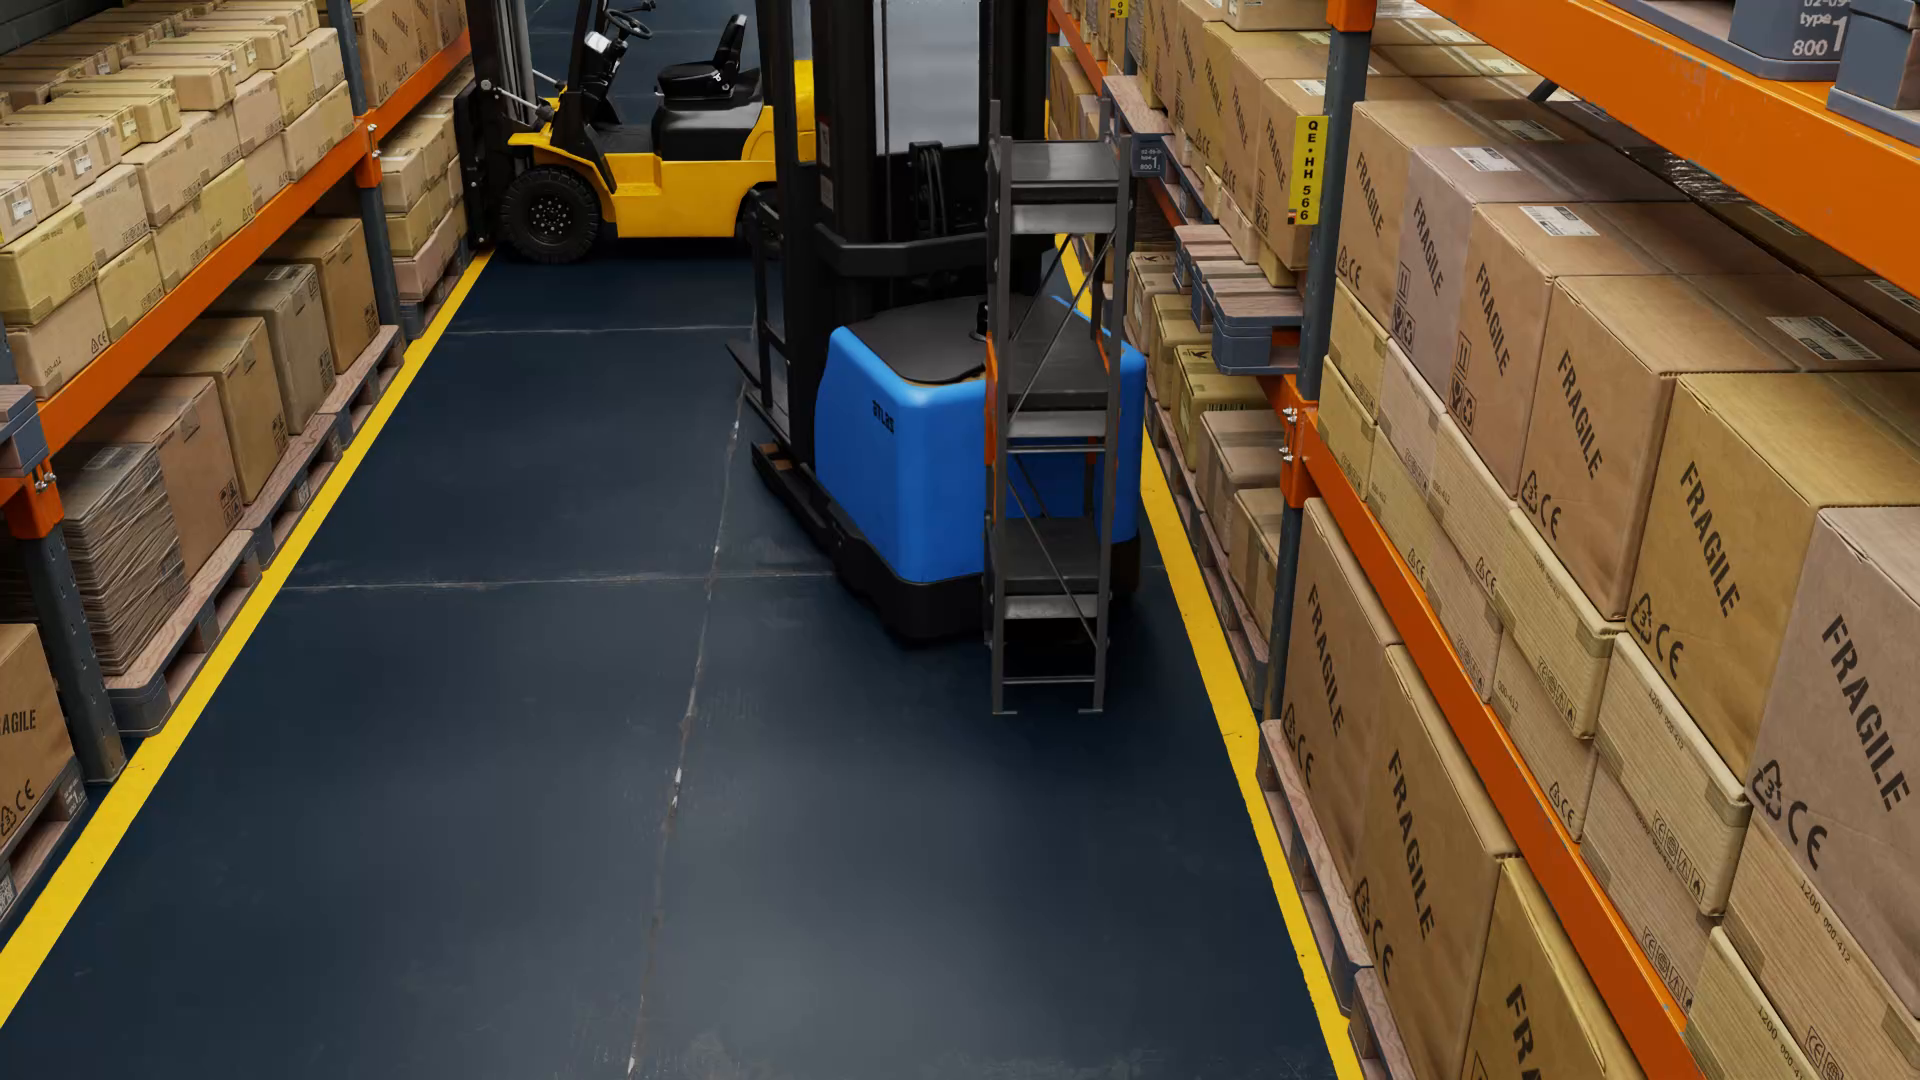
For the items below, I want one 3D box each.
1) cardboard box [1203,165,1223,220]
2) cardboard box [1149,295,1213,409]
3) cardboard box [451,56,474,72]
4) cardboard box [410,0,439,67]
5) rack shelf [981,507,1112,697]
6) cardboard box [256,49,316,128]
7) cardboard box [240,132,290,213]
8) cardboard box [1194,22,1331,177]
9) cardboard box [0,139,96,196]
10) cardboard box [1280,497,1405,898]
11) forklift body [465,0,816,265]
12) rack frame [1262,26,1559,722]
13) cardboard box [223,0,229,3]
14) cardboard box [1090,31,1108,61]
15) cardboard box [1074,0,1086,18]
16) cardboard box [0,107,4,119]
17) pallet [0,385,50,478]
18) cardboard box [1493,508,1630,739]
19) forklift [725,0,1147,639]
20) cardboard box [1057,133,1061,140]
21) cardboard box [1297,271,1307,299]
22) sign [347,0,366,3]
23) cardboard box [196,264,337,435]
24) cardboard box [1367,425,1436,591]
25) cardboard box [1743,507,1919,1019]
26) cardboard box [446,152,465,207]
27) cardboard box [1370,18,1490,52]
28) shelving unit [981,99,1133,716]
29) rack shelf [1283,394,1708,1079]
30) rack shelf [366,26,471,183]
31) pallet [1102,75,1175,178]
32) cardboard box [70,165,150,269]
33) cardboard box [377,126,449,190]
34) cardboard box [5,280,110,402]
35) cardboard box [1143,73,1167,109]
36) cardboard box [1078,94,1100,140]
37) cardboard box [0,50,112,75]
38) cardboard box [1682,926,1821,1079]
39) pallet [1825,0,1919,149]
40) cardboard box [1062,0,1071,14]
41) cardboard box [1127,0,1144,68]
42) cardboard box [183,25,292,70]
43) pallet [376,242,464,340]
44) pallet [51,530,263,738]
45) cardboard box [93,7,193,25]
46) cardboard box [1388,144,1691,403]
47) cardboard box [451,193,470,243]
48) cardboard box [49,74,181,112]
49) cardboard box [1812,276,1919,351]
[{"bbox_3d":[1.148,-1.336,6.386,0.380,0.149,0.250,-1,28,-2],"label":"cardboard box"},{"bbox_3d":[1.440,-0.930,8.176,0.950,0.372,0.625,0,28,1],"label":"cardboard box"},{"bbox_3d":[-3.429,-3.178,11.537,0.500,0.250,0.500,-1,28,-2],"label":"cardboard box"},{"bbox_3d":[-3.422,-3.091,9.824,0.500,0.500,0.500,-2,28,-3],"label":"cardboard box"},{"bbox_3d":[0.307,0.220,6.099,0.431,0.518,0.480,-1,28,-3],"label":"rack shelf"},{"bbox_3d":[-3.273,-2.058,7.574,0.500,0.250,0.500,-2,28,-4],"label":"cardboard box"},{"bbox_3d":[-3.273,-1.606,7.248,0.500,0.250,0.500,-1,28,-2],"label":"cardboard box"},{"bbox_3d":[1.211,-1.673,6.329,0.500,0.500,0.500,-3,28,-6],"label":"cardboard box"},{"bbox_3d":[-3.156,-1.241,5.577,0.380,0.149,0.250,-1,28,-1],"label":"cardboard box"},{"bbox_3d":[1.531,0.441,5.003,0.875,0.875,0.875,-2,28,-3],"label":"cardboard box"},{"bbox_3d":[-1.876,-3.000,10.677,2.313,2.155,1.214,-1,28,-3],"label":"forklift body"},{"bbox_3d":[1.578,-0.635,5.225,1.000,3.000,0.127,-1,28,-3],"label":"rack frame"},{"bbox_3d":[-3.861,-2.835,8.633,0.380,0.149,0.250,-2,28,-3],"label":"cardboard box"},{"bbox_3d":[0.991,-2.981,9.994,0.380,0.149,0.250,-2,28,-3],"label":"cardboard box"},{"bbox_3d":[1.000,-3.572,10.425,0.500,0.500,0.500,-2,28,-4],"label":"cardboard box"},{"bbox_3d":[-3.694,-1.465,6.005,0.380,0.149,0.250,-2,28,-3],"label":"cardboard box"},{"bbox_3d":[-3.274,-0.117,4.439,1.213,0.211,1.003,-1,28,-3],"label":"pallet"},{"bbox_3d":[1.410,0.153,3.334,0.500,0.250,0.500,-1,28,-2],"label":"cardboard box"},{"bbox_3d":[-0.328,-1.578,7.106,1.130,2.935,3.031,-11,30,-21],"label":"forklift"},{"bbox_3d":[0.945,-2.682,11.668,0.500,0.250,0.500,0,28,-1],"label":"cardboard box"},{"bbox_3d":[1.326,-0.856,5.465,0.380,0.149,0.250,0,28,-1],"label":"cardboard box"},{"bbox_3d":[-3.047,-2.857,8.318,0.100,0.325,0.005,-1,28,-3],"label":"sign"},{"bbox_3d":[-3.517,-0.895,7.836,0.875,0.625,0.625,-2,28,-3],"label":"cardboard box"},{"bbox_3d":[1.396,-0.100,4.361,0.500,0.250,0.500,-2,28,-4],"label":"cardboard box"},{"bbox_3d":[1.478,0.285,2.270,0.500,0.500,0.500,-1,28,-2],"label":"cardboard box"},{"bbox_3d":[-3.348,-2.246,10.291,0.500,0.250,0.500,-2,28,-3],"label":"cardboard box"},{"bbox_3d":[1.717,-1.697,6.376,0.500,0.500,0.500,-1,28,-2],"label":"cardboard box"},{"bbox_3d":[0.309,-0.412,5.769,0.431,2.100,0.503,-1,28,-3],"label":"shelving unit"},{"bbox_3d":[1.682,0.607,3.620,1.077,0.370,4.000,-1,28,-3],"label":"rack shelf"},{"bbox_3d":[-3.692,-2.966,10.471,1.077,0.370,4.000,-1,28,-3],"label":"rack shelf"},{"bbox_3d":[1.263,-2.041,8.127,1.003,0.211,1.213,-1,28,-3],"label":"pallet"},{"bbox_3d":[-3.183,-1.111,5.758,0.500,0.250,0.500,-1,28,-1],"label":"cardboard box"},{"bbox_3d":[-3.316,-2.239,9.737,0.500,0.250,0.500,-1,28,-3],"label":"cardboard box"},{"bbox_3d":[-3.158,-0.658,5.430,0.500,0.250,0.500,-1,28,-2],"label":"cardboard box"},{"bbox_3d":[1.086,-2.179,8.002,0.380,0.149,0.250,-1,28,-2],"label":"cardboard box"},{"bbox_3d":[1.014,-2.519,10.545,0.500,0.500,0.500,0,28,0],"label":"cardboard box"},{"bbox_3d":[-3.770,-1.935,6.908,0.380,0.149,0.250,-2,28,-3],"label":"cardboard box"},{"bbox_3d":[1.486,0.842,2.554,0.500,0.250,0.500,-2,28,-3],"label":"cardboard box"},{"bbox_3d":[1.689,-0.455,1.843,0.805,0.209,1.217,-2,28,-5],"label":"pallet"},{"bbox_3d":[0.899,-3.698,11.368,0.380,0.149,0.250,-1,28,-2],"label":"cardboard box"},{"bbox_3d":[1.107,-2.622,8.149,0.500,0.500,0.500,-1,28,-1],"label":"cardboard box"},{"bbox_3d":[-3.210,-2.189,7.394,0.380,0.149,0.250,-2,28,-4],"label":"cardboard box"},{"bbox_3d":[-3.588,-1.493,9.884,1.003,0.211,1.213,-1,28,-3],"label":"pallet"},{"bbox_3d":[-3.383,0.341,6.367,1.003,0.211,1.213,-1,28,-3],"label":"pallet"},{"bbox_3d":[-3.822,-2.400,7.799,0.380,0.149,0.250,-2,28,-4],"label":"cardboard box"},{"bbox_3d":[1.395,-0.661,4.083,0.500,0.500,0.500,-1,28,-2],"label":"cardboard box"},{"bbox_3d":[-3.367,-2.031,10.419,0.500,0.250,0.500,-1,28,-2],"label":"cardboard box"},{"bbox_3d":[-3.290,-1.714,6.482,0.380,0.149,0.250,-1,28,-3],"label":"cardboard box"},{"bbox_3d":[1.939,-0.190,3.182,0.500,0.500,0.500,-2,28,-3],"label":"cardboard box"}]
